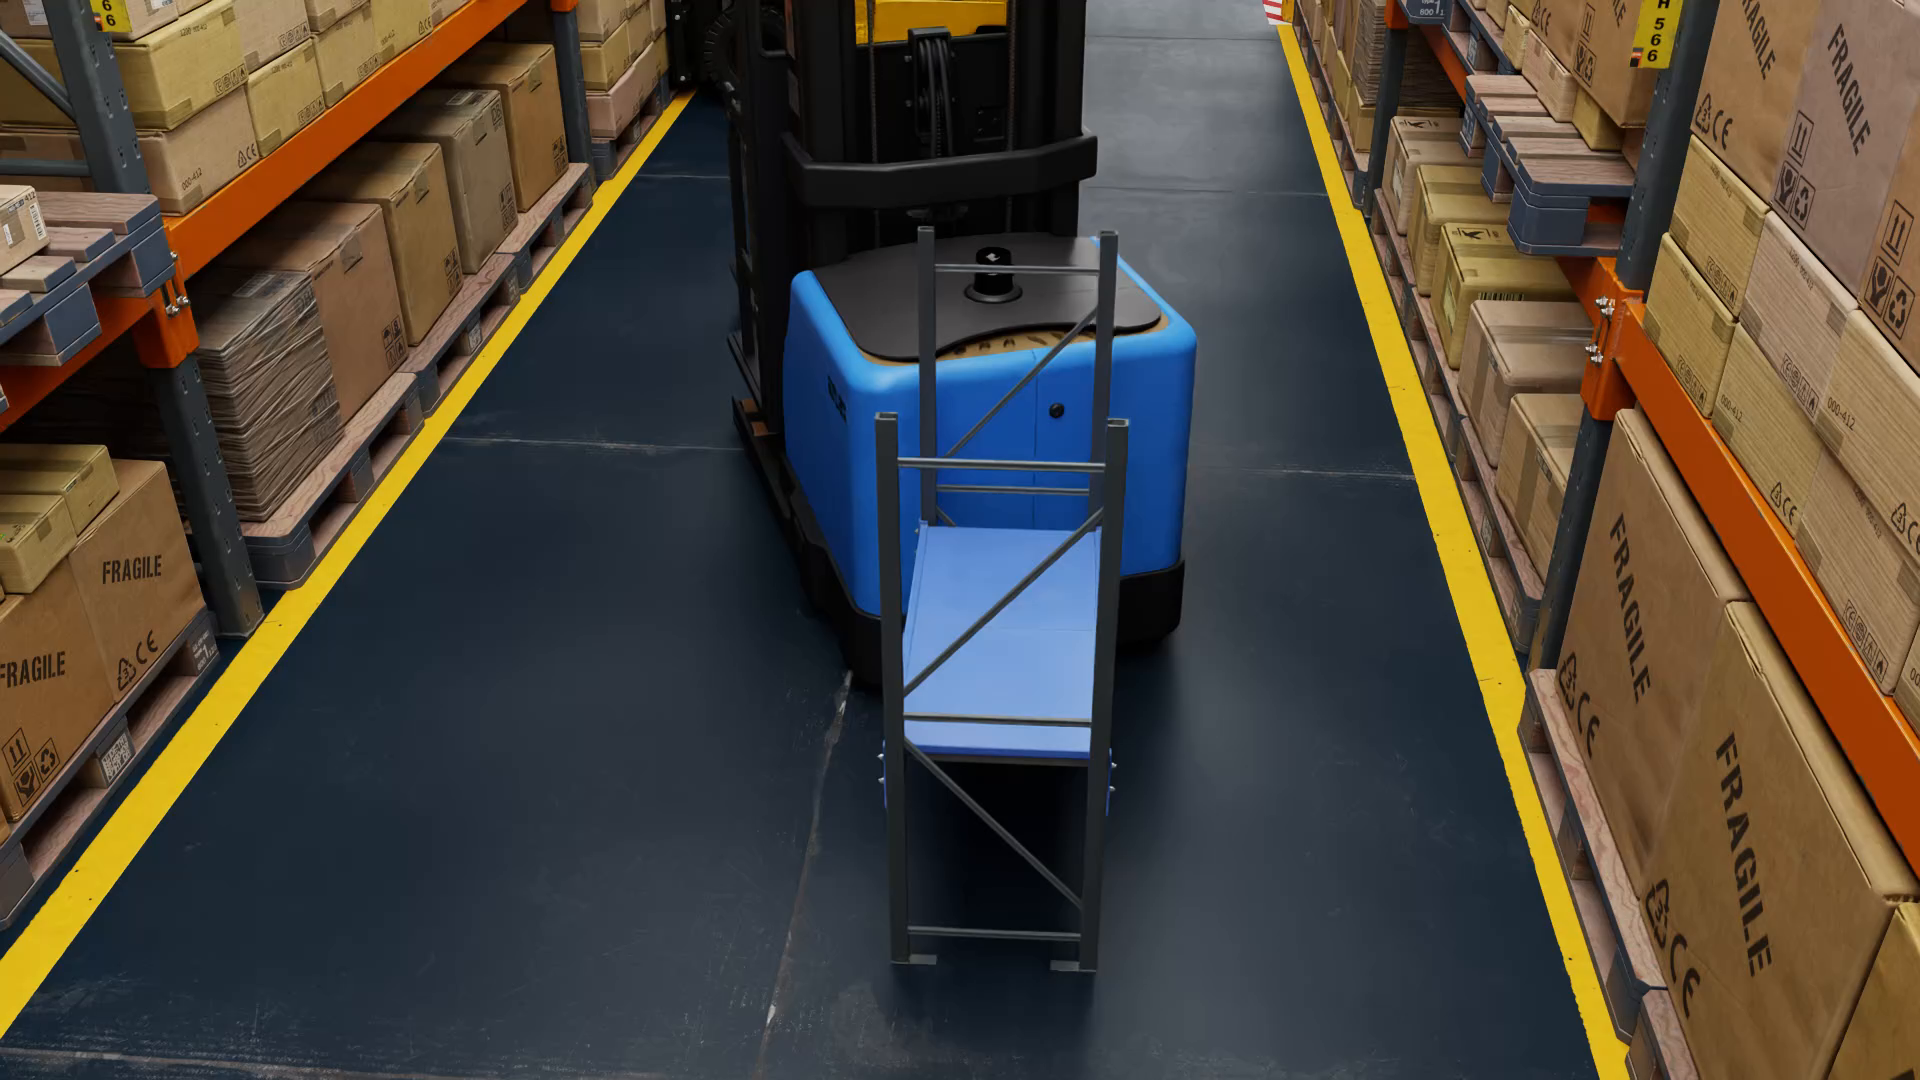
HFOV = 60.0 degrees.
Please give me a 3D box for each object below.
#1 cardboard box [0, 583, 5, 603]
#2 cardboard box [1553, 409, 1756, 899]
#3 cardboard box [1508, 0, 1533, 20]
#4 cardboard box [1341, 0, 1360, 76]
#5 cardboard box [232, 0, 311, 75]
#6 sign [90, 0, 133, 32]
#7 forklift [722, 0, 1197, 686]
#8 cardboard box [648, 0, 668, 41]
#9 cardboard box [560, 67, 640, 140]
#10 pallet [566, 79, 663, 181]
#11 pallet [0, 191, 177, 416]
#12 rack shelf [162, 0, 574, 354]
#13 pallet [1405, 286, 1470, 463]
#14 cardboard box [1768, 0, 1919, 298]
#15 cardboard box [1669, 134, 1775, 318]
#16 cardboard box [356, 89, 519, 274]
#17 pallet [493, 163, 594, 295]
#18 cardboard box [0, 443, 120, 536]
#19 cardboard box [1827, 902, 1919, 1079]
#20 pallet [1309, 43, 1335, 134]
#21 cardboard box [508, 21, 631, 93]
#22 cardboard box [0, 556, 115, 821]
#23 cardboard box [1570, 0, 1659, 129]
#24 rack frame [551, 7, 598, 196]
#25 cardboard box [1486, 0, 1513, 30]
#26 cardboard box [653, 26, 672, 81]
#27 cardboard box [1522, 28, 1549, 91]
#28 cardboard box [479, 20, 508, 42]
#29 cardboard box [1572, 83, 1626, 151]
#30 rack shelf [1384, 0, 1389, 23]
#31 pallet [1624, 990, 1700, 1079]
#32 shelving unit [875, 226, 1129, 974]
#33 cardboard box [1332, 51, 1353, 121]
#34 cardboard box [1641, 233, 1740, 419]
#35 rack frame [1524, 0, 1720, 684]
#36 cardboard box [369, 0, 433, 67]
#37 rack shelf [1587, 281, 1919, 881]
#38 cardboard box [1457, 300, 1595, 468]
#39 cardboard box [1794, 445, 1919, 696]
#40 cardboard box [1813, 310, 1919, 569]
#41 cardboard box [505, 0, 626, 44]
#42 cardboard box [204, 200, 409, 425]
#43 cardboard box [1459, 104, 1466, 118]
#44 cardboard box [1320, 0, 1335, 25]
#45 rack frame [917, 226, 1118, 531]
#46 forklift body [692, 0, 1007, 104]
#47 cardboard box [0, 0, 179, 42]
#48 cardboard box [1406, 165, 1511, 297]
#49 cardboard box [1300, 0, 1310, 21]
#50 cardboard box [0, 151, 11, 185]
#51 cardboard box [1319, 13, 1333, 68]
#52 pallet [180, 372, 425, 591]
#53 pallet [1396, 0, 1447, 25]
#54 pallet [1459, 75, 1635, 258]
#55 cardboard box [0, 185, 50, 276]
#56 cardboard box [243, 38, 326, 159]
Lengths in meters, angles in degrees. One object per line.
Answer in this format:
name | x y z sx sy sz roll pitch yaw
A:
cardboard box | -2.579 0.143 4.024 0.380 0.149 0.250 1 32 2
cardboard box | 2.074 0.278 4.065 0.875 0.875 0.875 2 32 4
cardboard box | 2.044 -1.938 5.256 0.500 0.500 0.500 0 32 1
cardboard box | 2.359 -2.811 8.959 0.500 0.500 0.500 3 32 5
cardboard box | -2.413 -1.648 5.231 0.500 0.250 0.500 3 32 6
sign | -2.192 -1.457 4.226 0.100 0.325 0.005 2 32 4
forklift | -0.235 -1.581 5.522 1.130 2.935 3.031 -9 33 -15
cardboard box | -1.970 -3.094 9.655 0.500 0.250 0.500 2 32 4
cardboard box | -2.039 -2.354 8.932 0.500 0.250 0.500 3 32 4
pallet | -2.302 -2.334 9.336 1.003 0.211 1.213 2 32 4
pallet | -2.719 -0.576 4.009 1.213 0.211 1.003 2 32 4
rack shelf | -2.571 -1.755 6.425 1.077 0.370 4.000 2 32 4
pallet | 2.380 -0.663 6.625 1.003 0.211 1.213 2 32 4
cardboard box | 1.899 -0.766 3.086 0.500 0.500 0.500 3 32 4
cardboard box | 1.926 -0.700 3.693 0.500 0.250 0.500 2 32 4
cardboard box | -2.511 -1.596 7.344 0.875 0.625 0.625 2 32 3
pallet | -2.430 -1.533 8.037 1.003 0.211 1.213 2 32 4
cardboard box | -2.522 -0.137 4.478 0.380 0.149 0.250 1 32 2
cardboard box | 1.924 1.212 2.550 0.875 0.875 0.875 3 32 5
pallet | 2.655 -2.702 9.934 1.003 0.211 1.213 2 32 4
cardboard box | -2.061 -2.568 8.802 0.500 0.250 0.500 2 32 4
cardboard box | -2.605 0.361 4.287 0.500 0.500 0.500 2 32 3
cardboard box | 1.973 -1.403 4.388 0.500 0.500 0.500 2 32 3
rack frame | -2.408 -3.107 7.933 1.000 3.000 0.127 2 32 4
cardboard box | 2.053 -1.872 5.768 0.380 0.149 0.250 1 32 2
cardboard box | -1.987 -2.890 9.800 0.500 0.250 0.500 3 32 5
cardboard box | 1.960 -1.467 5.111 0.380 0.149 0.250 1 32 2
cardboard box | -2.561 -2.807 8.713 0.500 0.250 0.500 3 32 5
cardboard box | 1.955 -1.202 4.681 0.380 0.149 0.250 3 32 5
rack shelf | 2.702 -3.637 9.478 1.077 0.370 4.000 2 32 4
pallet | 1.972 1.427 3.233 1.003 0.211 1.213 2 32 4
shelving unit | 0.113 0.134 4.103 0.538 1.500 1.048 2 32 3
cardboard box | 2.353 -2.505 9.176 0.500 0.250 0.500 2 32 3
cardboard box | 1.923 -0.496 3.839 0.500 0.250 0.500 2 32 3
rack frame | 2.213 -0.805 4.198 1.000 3.000 0.127 2 32 4
cardboard box | -2.330 -1.977 6.242 0.500 0.250 0.500 3 32 6
rack shelf | 2.051 0.547 2.690 1.077 0.370 4.000 2 32 4
cardboard box | 2.321 -0.547 5.883 0.950 0.372 0.625 2 32 3
cardboard box | 1.850 0.047 2.958 0.500 0.250 0.500 3 32 6
cardboard box | 1.830 -0.170 2.833 0.500 0.250 0.500 2 32 4
cardboard box | -2.056 -2.781 8.670 0.500 0.250 0.500 2 32 3
cardboard box | -2.624 -0.851 6.135 0.875 0.625 0.625 3 32 6
cardboard box | 2.856 -2.202 8.685 0.500 0.250 0.500 1 32 2
cardboard box | 2.435 -3.358 9.846 0.500 0.500 0.500 3 32 5
rack frame | 0.144 -0.133 4.535 0.500 1.500 0.032 2 32 3
forklift body | -0.419 -3.768 9.814 2.313 2.155 1.214 2 32 4
cardboard box | -2.415 -1.488 4.592 0.380 0.149 0.250 3 32 5
cardboard box | 2.444 -1.307 7.116 0.950 0.372 0.625 4 32 7
cardboard box | 2.523 -3.587 10.932 0.500 0.250 0.500 2 32 4
cardboard box | -2.952 -1.198 4.977 0.500 0.250 0.500 2 32 3
cardboard box | 2.443 -3.034 10.035 0.500 0.250 0.500 5 32 7
pallet | -2.628 -0.257 5.966 1.003 0.211 1.213 2 32 4
pallet | 2.332 -2.422 7.004 1.003 0.211 1.213 2 32 4
pallet | 2.165 -1.101 4.860 1.213 0.211 1.003 2 32 4
cardboard box | -2.405 -0.728 3.911 0.380 0.149 0.250 3 32 5
cardboard box | -2.408 -1.436 5.364 0.500 0.250 0.500 2 32 3
